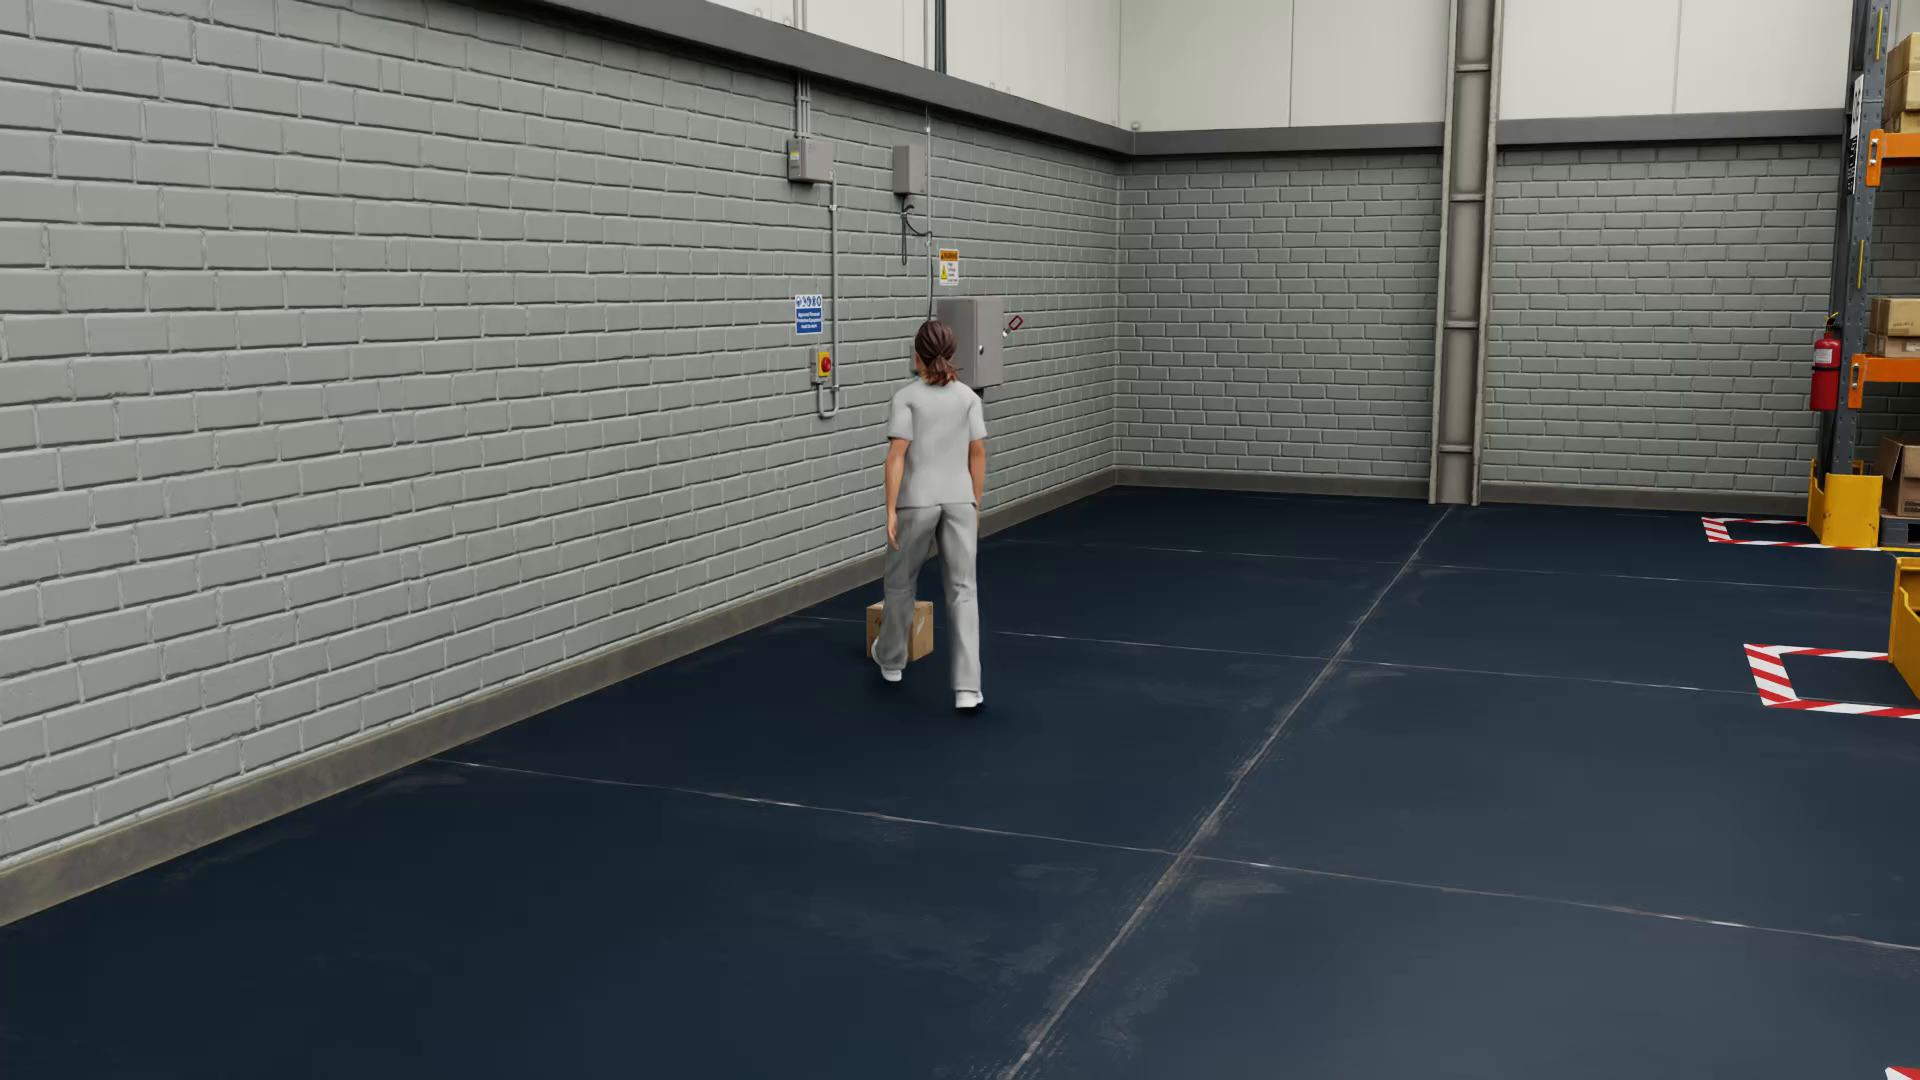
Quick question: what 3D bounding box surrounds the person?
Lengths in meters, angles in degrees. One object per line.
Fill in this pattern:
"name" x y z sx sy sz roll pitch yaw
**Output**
"person" -0.128 -0.137 7.284 0.468 1.636 0.911 -2 9 -14
